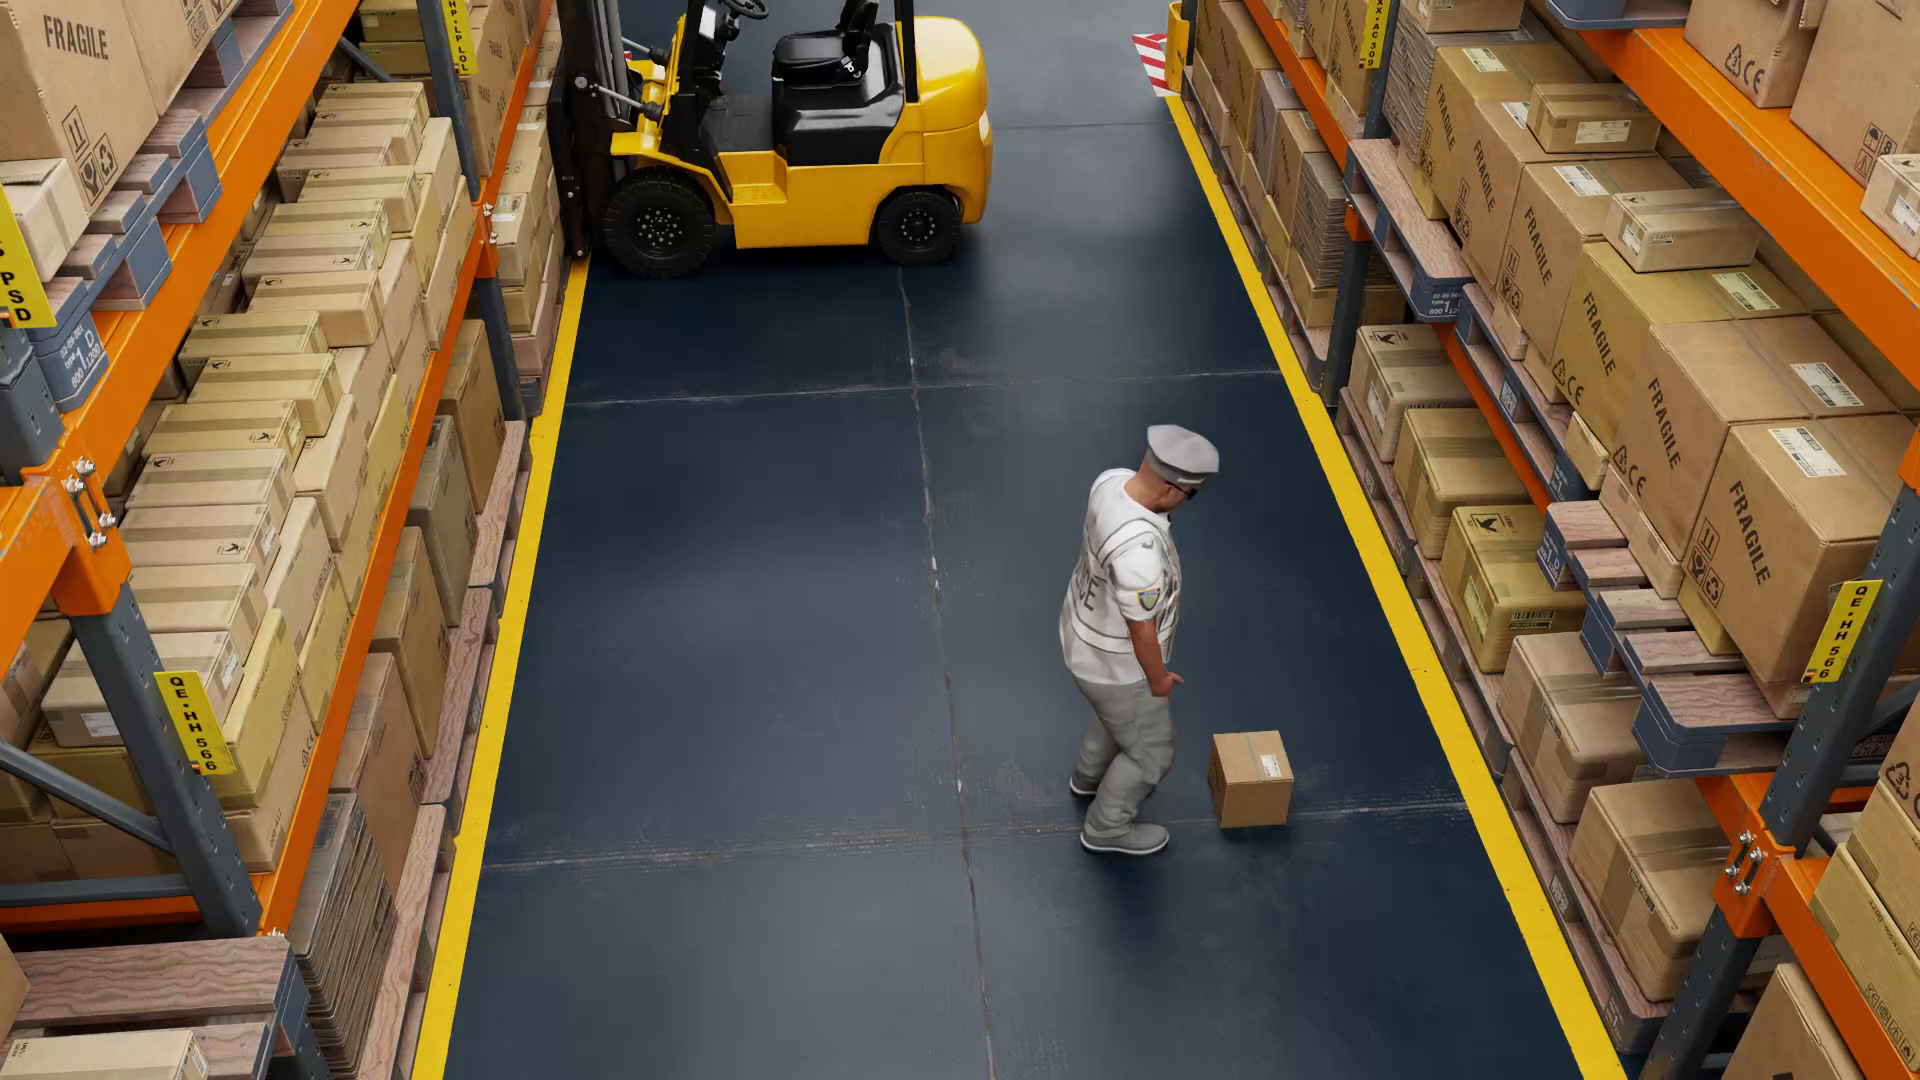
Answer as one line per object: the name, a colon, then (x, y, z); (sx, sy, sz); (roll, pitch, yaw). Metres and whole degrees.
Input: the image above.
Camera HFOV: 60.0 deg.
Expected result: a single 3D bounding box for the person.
person: (0.585, 0.353, 5.757); (0.475, 1.707, 0.553); (-2, 39, -3)
